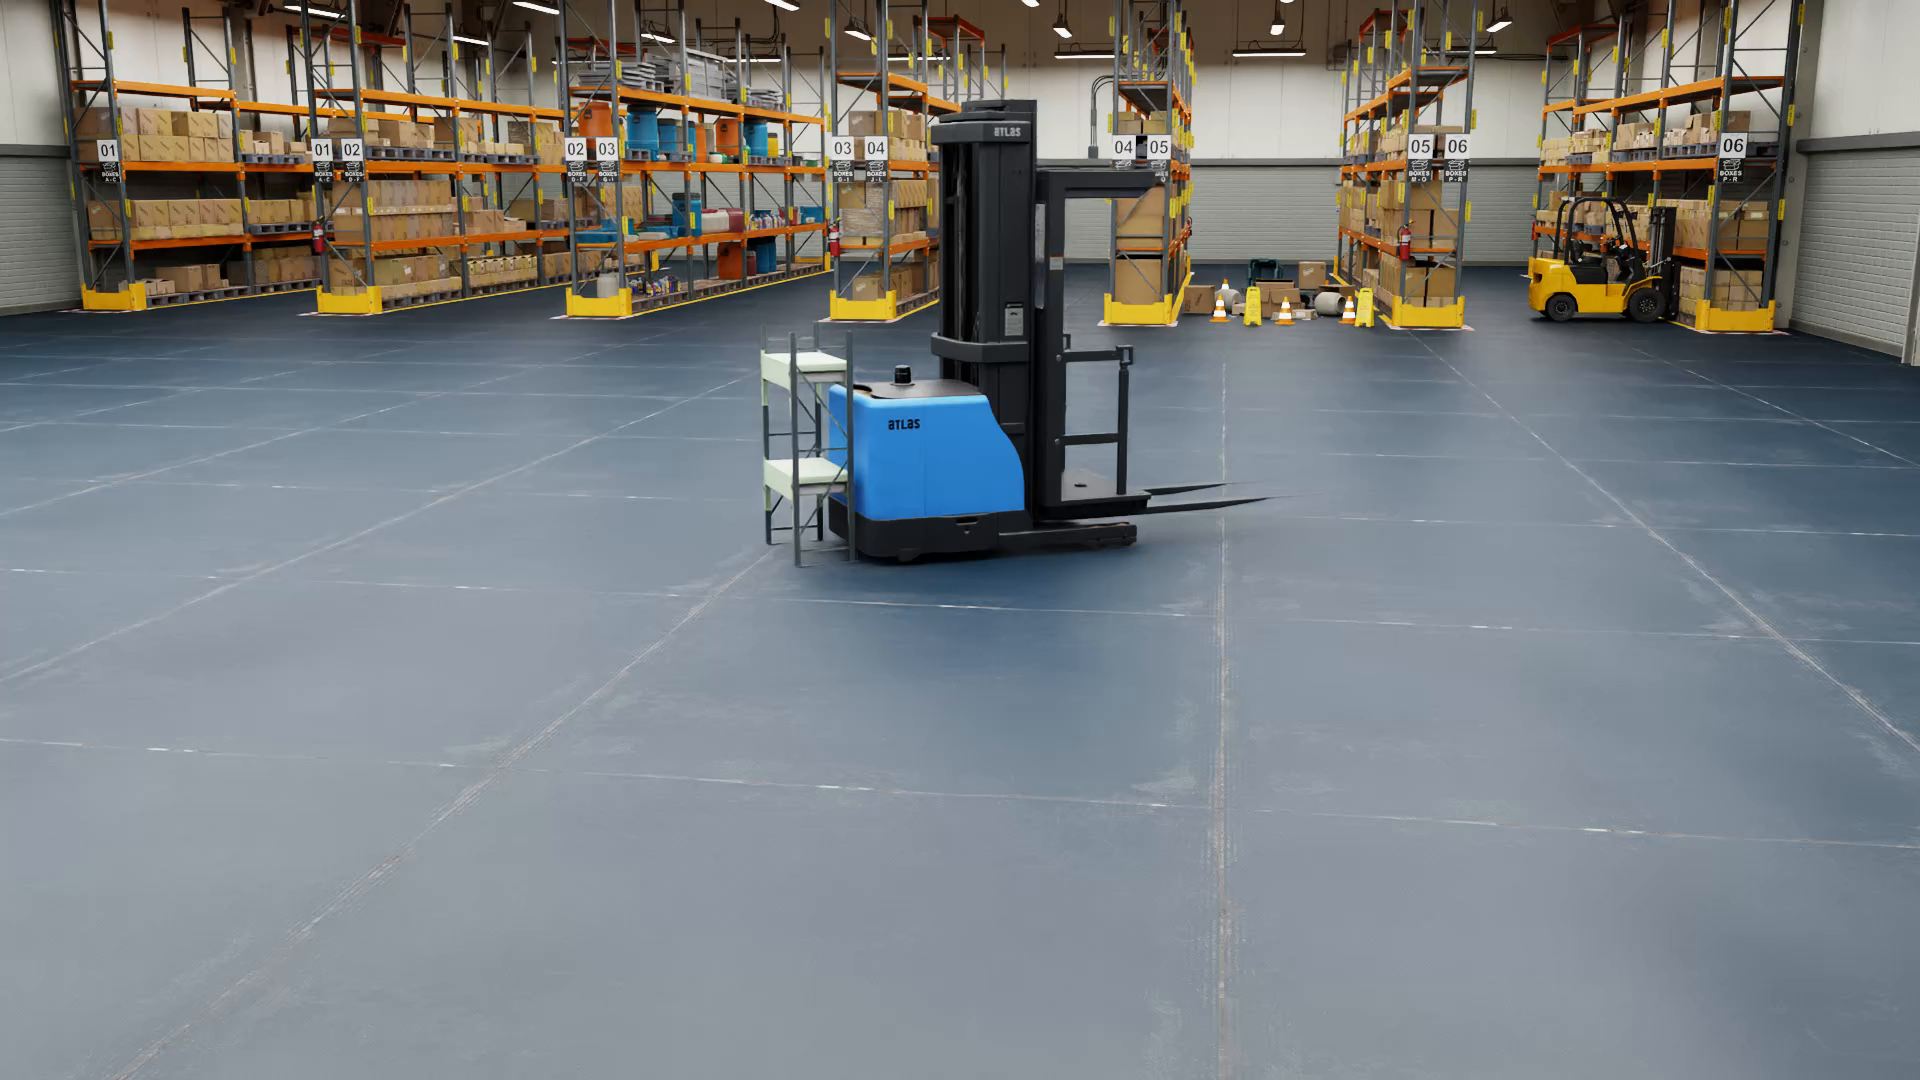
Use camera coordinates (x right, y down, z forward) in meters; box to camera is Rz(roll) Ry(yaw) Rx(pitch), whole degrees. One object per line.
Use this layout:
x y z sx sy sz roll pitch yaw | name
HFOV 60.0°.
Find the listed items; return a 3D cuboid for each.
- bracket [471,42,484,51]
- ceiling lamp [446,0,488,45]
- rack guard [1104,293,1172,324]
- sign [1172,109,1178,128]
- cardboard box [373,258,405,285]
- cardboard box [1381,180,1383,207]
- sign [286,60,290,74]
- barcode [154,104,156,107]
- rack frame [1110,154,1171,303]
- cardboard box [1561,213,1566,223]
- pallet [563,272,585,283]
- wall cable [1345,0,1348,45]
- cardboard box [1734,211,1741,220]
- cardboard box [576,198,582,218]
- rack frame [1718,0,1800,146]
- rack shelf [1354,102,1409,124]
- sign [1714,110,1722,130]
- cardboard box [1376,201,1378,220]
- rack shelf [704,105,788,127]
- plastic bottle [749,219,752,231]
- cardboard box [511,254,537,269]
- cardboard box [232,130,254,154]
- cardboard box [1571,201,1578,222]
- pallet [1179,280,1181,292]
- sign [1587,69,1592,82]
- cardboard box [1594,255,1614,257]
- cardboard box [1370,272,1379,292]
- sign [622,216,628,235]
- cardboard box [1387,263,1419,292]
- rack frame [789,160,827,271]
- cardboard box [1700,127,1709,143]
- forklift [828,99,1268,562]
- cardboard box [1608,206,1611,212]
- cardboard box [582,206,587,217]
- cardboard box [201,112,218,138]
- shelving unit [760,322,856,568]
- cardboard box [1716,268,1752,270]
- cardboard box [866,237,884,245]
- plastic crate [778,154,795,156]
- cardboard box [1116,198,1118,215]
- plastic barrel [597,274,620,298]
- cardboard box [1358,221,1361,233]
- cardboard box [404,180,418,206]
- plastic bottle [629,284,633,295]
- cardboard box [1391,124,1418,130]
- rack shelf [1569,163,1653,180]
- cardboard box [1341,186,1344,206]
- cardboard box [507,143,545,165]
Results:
-14.139 -14.461 48.691 0.235 0.232 0.430 2 12 9 | bracket
-11.957 -13.965 41.080 0.800 3.185 2.000 2 12 9 | ceiling lamp
3.118 -4.056 29.126 1.175 0.500 0.348 2 12 9 | rack guard
3.669 -7.196 28.380 0.100 0.325 0.005 2 12 9 | sign
-11.174 -5.223 32.357 0.500 0.500 0.500 2 12 9 | cardboard box
8.262 -6.469 31.073 0.700 0.500 0.500 2 12 9 | cardboard box
-15.765 -11.095 39.024 0.100 0.325 0.005 2 12 9 | sign
-16.470 -8.898 34.033 0.001 0.075 0.075 2 12 9 | barcode
3.122 -5.283 28.886 1.000 3.000 0.127 2 12 9 | rack frame
14.617 -7.667 39.601 0.500 0.250 0.500 2 12 10 | cardboard box
-9.979 -6.496 41.134 1.003 0.211 1.213 2 12 9 | pallet
10.050 -15.859 48.059 2.355 3.000 0.029 2 12 9 | wall cable
13.217 -5.465 27.955 0.380 0.149 0.250 2 12 9 | cardboard box
-10.000 -8.447 42.335 0.700 0.500 0.500 -2 12 -10 | cardboard box
12.934 -7.916 26.865 1.000 3.000 0.127 2 12 9 | rack frame
9.566 -9.611 37.385 1.077 0.370 4.000 2 12 9 | rack shelf
12.400 -6.864 27.191 0.100 0.325 0.005 2 12 9 | sign
8.648 -6.690 33.474 0.500 0.500 0.500 2 12 11 | cardboard box
-5.120 -10.092 39.619 1.077 0.370 4.000 2 12 9 | rack shelf
-4.970 -7.406 39.031 0.152 0.276 0.135 2 12 9 | plastic bottle
-10.158 -6.470 38.593 0.500 0.311 0.500 2 12 10 | cardboard box
-15.669 -8.610 35.972 0.500 0.500 0.500 4 13 17 | cardboard box
14.404 -7.534 38.099 0.700 0.500 0.500 2 12 9 | cardboard box
4.474 -5.748 37.662 1.003 0.211 1.213 2 12 9 | pallet
15.940 -11.758 42.101 0.100 0.325 0.005 2 12 9 | sign
14.001 -6.118 36.158 0.380 0.149 0.250 1 12 6 | cardboard box
8.934 -5.301 34.210 0.950 0.372 0.625 2 12 11 | cardboard box
-6.115 -5.742 30.358 0.100 0.325 0.005 2 12 9 | sign
8.055 -4.760 30.210 0.500 0.500 0.500 2 12 7 | cardboard box
-4.197 -8.956 45.929 1.000 3.000 0.127 2 12 9 | rack frame
12.800 -6.873 28.231 0.396 0.266 0.258 2 12 9 | cardboard box
0.662 -1.464 11.328 3.031 2.935 1.130 -5 13 -21 | forklift
13.824 -6.958 34.882 0.380 0.149 0.250 2 12 10 | cardboard box
-9.883 -8.445 43.324 0.500 0.500 0.500 2 12 10 | cardboard box
-15.715 -8.564 34.335 0.500 0.500 0.500 3 12 12 | cardboard box
-1.003 -0.643 10.916 0.431 1.500 0.755 -5 13 -21 | shelving unit
13.268 -4.531 28.556 0.500 0.250 0.500 2 12 9 | cardboard box
-1.484 -5.393 29.995 0.380 0.149 0.250 2 12 9 | cardboard box
-4.704 -10.082 44.185 0.504 0.338 0.767 2 12 9 | plastic crate
3.211 -6.077 29.654 0.875 0.550 0.550 2 12 9 | cardboard box
-6.632 -4.754 31.339 0.421 0.512 0.421 0 12 0 | plastic barrel
9.143 -6.956 37.006 0.500 0.250 0.500 2 12 10 | cardboard box
-11.230 -6.896 33.055 0.700 0.500 0.500 2 12 9 | cardboard box
-6.574 -4.989 33.120 0.097 0.201 0.097 0 12 0 | plastic bottle
8.607 -7.944 32.285 0.500 0.250 0.500 2 12 10 | cardboard box
14.472 -8.180 36.916 1.077 0.370 4.000 2 12 9 | rack shelf
10.061 -8.813 42.657 0.500 0.500 0.500 2 12 7 | cardboard box
-10.287 -9.059 39.050 0.910 0.500 0.500 2 12 9 | cardboard box
